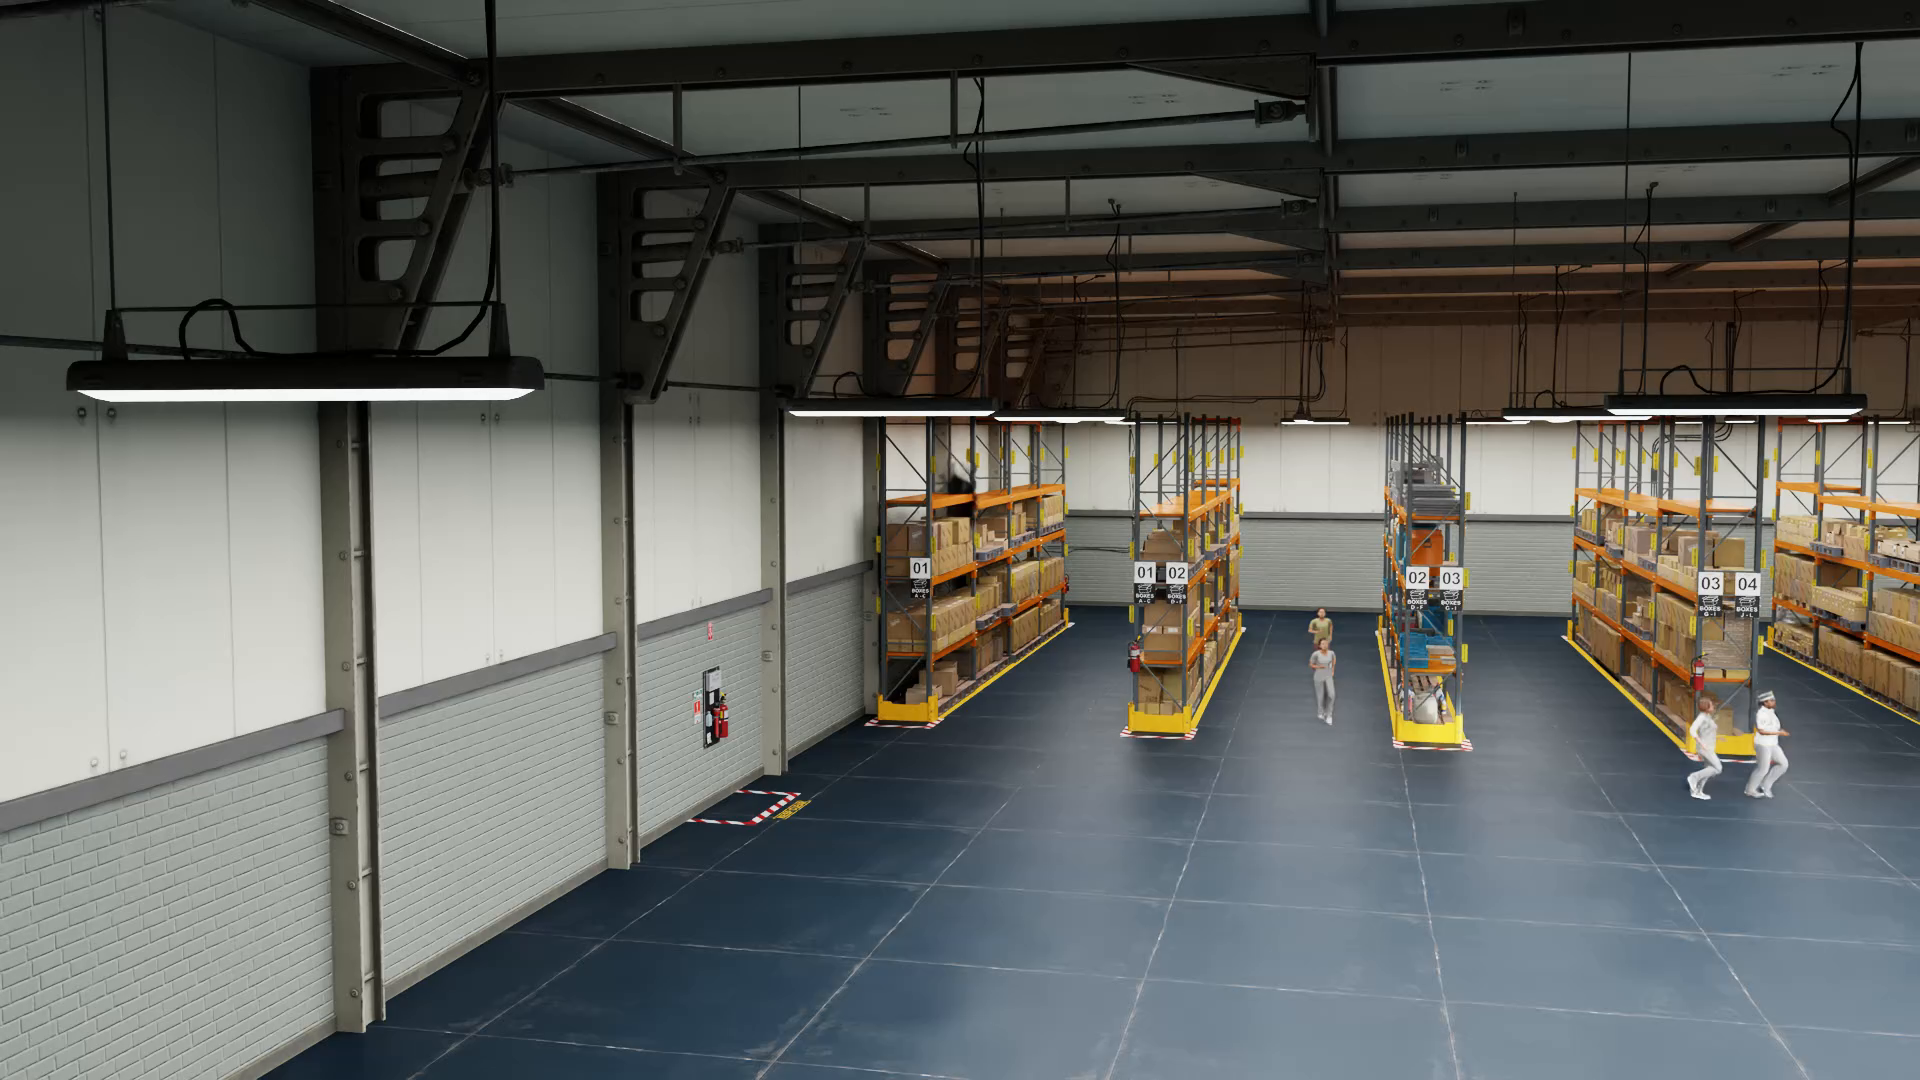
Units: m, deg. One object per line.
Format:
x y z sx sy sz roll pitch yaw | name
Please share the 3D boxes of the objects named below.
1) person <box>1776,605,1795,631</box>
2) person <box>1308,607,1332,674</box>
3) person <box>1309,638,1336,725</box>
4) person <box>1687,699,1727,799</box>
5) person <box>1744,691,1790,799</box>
22.199 1.827 44.859 0.810 1.725 0.735 4 5 44 | person
8.090 2.359 37.321 0.564 1.738 0.780 0 4 6 | person
7.023 2.722 32.204 0.550 1.676 0.757 0 4 2 | person
11.496 3.215 25.564 0.534 1.558 0.529 2 5 32 | person
12.451 3.156 25.572 0.542 1.691 0.672 -4 5 -43 | person
